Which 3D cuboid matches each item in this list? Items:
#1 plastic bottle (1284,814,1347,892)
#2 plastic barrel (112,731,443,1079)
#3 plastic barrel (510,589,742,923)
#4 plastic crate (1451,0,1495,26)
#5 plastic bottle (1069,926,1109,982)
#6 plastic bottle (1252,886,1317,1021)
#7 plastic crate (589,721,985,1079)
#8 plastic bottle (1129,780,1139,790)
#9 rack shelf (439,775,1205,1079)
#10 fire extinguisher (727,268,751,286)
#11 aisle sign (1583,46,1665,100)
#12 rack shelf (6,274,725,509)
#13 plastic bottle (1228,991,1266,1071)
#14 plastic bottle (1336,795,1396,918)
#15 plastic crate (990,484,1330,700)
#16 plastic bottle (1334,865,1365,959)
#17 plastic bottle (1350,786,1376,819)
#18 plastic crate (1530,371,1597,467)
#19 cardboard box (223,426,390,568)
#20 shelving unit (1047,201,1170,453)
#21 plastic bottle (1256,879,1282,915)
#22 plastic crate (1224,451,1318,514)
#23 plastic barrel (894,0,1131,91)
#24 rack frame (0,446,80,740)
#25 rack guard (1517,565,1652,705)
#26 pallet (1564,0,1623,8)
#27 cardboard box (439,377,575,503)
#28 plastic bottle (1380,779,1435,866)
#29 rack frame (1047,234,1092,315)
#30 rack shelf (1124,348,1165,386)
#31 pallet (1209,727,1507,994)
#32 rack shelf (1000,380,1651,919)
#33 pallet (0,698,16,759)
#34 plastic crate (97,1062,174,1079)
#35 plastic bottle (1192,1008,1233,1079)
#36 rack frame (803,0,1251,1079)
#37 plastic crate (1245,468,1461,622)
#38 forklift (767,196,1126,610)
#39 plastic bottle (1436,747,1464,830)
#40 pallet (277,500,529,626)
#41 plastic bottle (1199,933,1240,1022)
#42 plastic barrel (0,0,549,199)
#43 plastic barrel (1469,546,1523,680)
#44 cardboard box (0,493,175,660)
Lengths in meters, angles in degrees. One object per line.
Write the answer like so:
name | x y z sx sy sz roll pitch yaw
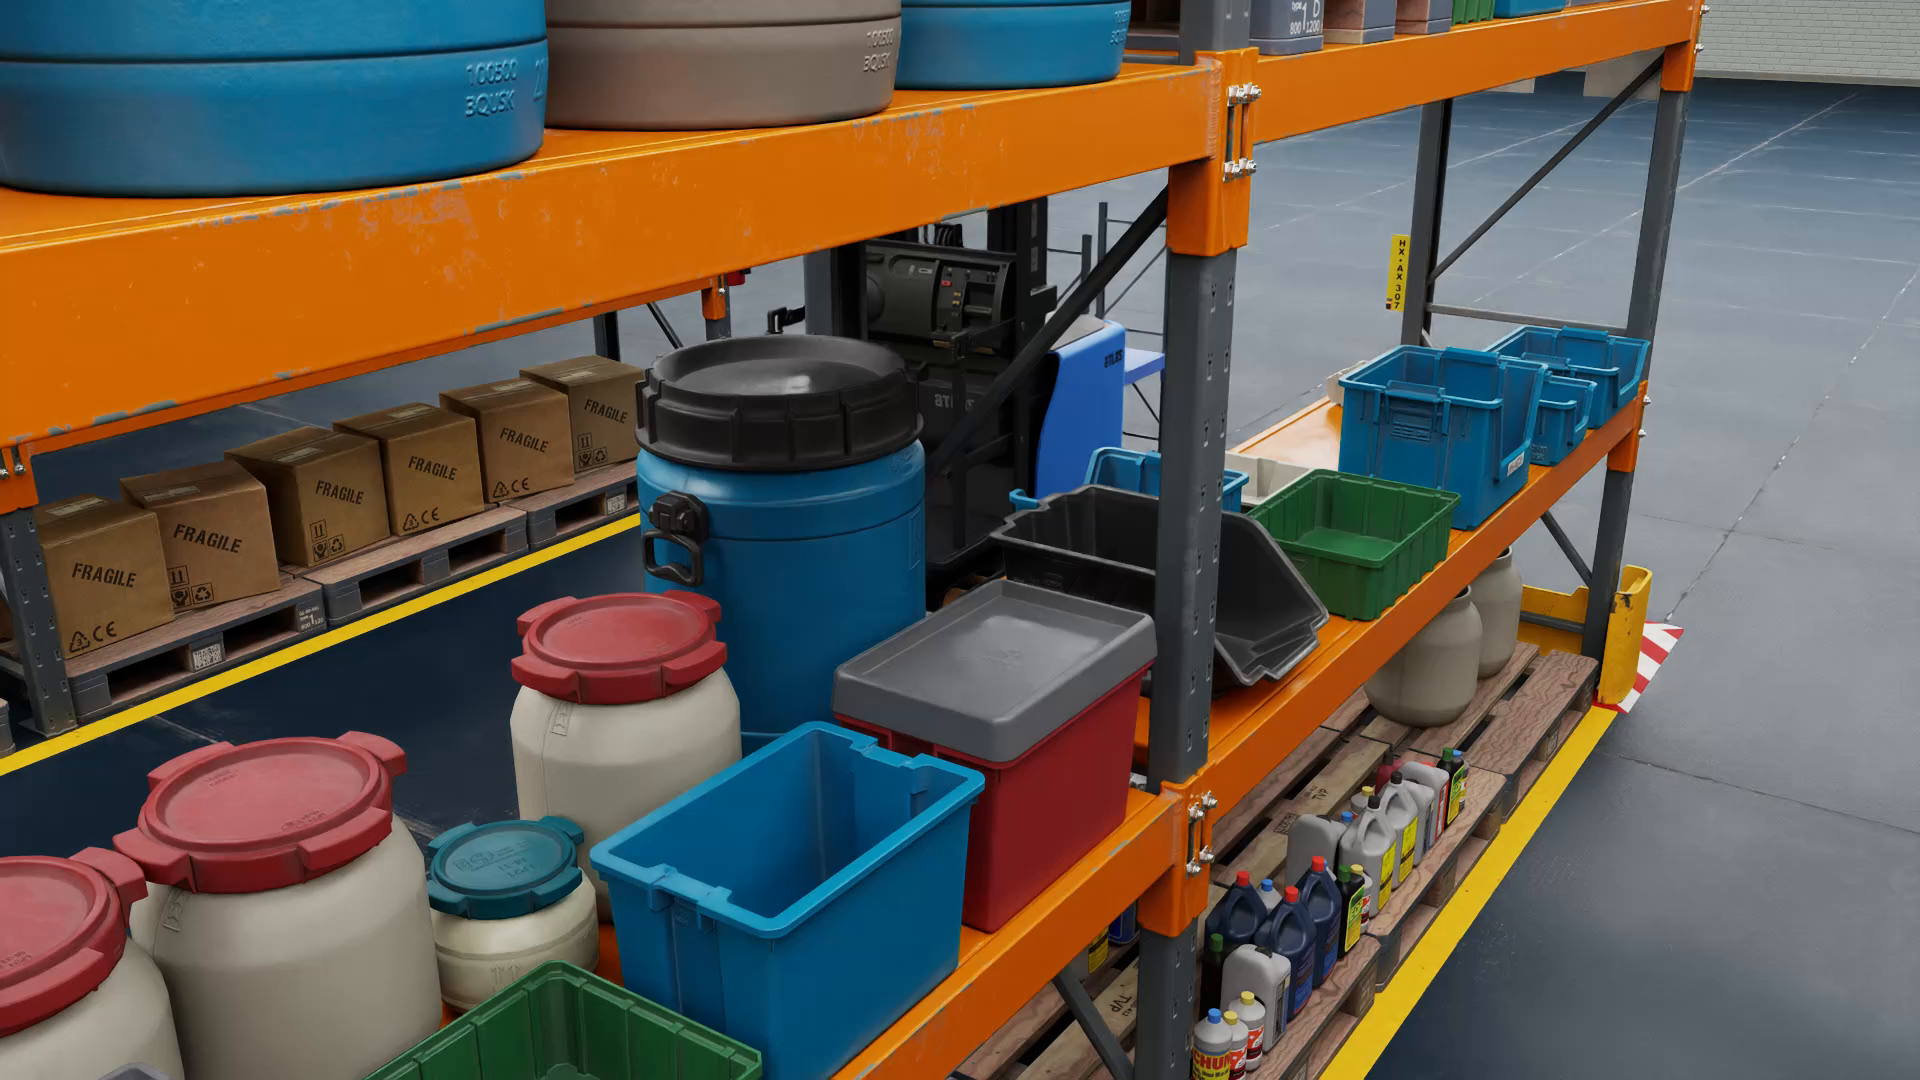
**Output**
plastic bottle | 1.100 0.963 5.130 0.152 0.276 0.135 13 24 32
plastic barrel | -1.037 0.619 2.572 0.433 0.535 0.433 0 20 0
plastic barrel | -0.624 0.408 3.141 0.433 0.535 0.433 0 20 0
plastic crate | 1.207 -1.467 4.388 0.336 0.188 0.450 13 24 32
plastic bottle | 0.338 1.064 4.750 0.144 0.351 0.185 13 24 32
plastic bottle | 0.892 1.126 4.582 0.144 0.351 0.185 14 25 33
plastic crate | -0.268 0.625 2.774 0.392 0.384 0.575 13 24 32
plastic bottle | 0.508 0.888 5.225 0.144 0.351 0.185 13 24 31
rack shelf | -1.029 1.152 2.365 1.077 0.370 4.000 13 24 32
fire extinguisher | -1.307 -1.780 9.365 0.296 0.674 0.183 13 24 32
aisle sign | 2.629 -2.089 6.342 0.394 0.787 0.004 13 24 32
rack shelf | -2.877 -0.962 8.079 1.077 0.370 4.000 13 24 32
plastic bottle | 0.751 1.282 4.374 0.097 0.201 0.097 0 20 0
plastic bottle | 1.237 0.950 5.058 0.144 0.351 0.185 13 24 31
plastic crate | 0.494 0.144 4.141 0.767 0.338 0.504 13 24 32
plastic bottle | 1.125 1.064 4.846 0.061 0.283 0.133 15 25 34
plastic bottle | 1.318 0.899 5.410 0.097 0.201 0.097 0 20 0
plastic crate | 1.940 -0.450 5.873 0.499 0.251 0.408 13 24 32
cardboard box | -3.144 -0.216 8.024 0.500 0.500 0.500 11 23 27
shelving unit | 0.762 -1.109 9.603 0.538 1.500 1.048 13 24 31
plastic bottle | 0.873 1.098 4.772 0.097 0.271 0.097 0 20 0
plastic crate | 0.798 -0.151 5.230 0.530 0.136 0.437 13 24 32
plastic barrel | -0.012 -1.213 2.675 0.600 0.901 0.708 13 24 32
rack frame | -4.001 -0.725 6.403 1.000 3.000 0.127 13 24 32
rack guard | 2.340 0.296 7.244 1.175 0.500 0.348 13 24 32
pallet | 1.797 -2.007 5.816 1.003 0.211 1.213 13 24 32
cardboard box | -2.426 -0.544 8.909 0.500 0.500 0.500 -17 26 -38
plastic bottle | 1.431 0.883 5.346 0.152 0.276 0.135 13 24 30
rack frame | 0.483 -0.962 9.204 0.500 1.500 0.032 13 24 31
rack shelf | 0.762 -0.941 9.665 0.538 0.185 1.000 13 24 31
pallet | 1.192 1.012 5.724 1.003 0.211 1.213 13 24 32
rack shelf | 1.219 0.004 5.467 1.077 0.370 4.000 13 24 32
pallet | -4.438 0.806 6.282 1.003 0.211 1.213 13 24 32
plastic crate | -0.992 0.954 1.770 0.402 0.464 0.583 13 24 32
plastic bottle | 0.636 1.308 4.204 0.097 0.271 0.097 0 20 0
rack frame | 0.092 0.240 3.793 0.949 2.616 0.053 13 24 32
plastic crate | 1.091 0.005 4.732 0.450 0.188 0.662 13 24 32
forklift | -0.295 -1.168 7.699 1.130 2.935 3.031 12 23 29
plastic bottle | 1.623 0.810 5.533 0.061 0.283 0.133 14 24 33
pallet | -2.968 0.031 8.376 1.003 0.211 1.213 13 24 32
plastic bottle | 0.707 1.183 4.523 0.061 0.283 0.133 13 24 32
plastic barrel | -0.747 -0.838 1.660 0.600 0.901 0.708 13 24 32
plastic barrel | 2.037 0.266 6.702 0.421 0.512 0.421 0 20 0
cardboard box | -3.744 0.143 7.053 0.500 0.500 0.500 12 24 30
